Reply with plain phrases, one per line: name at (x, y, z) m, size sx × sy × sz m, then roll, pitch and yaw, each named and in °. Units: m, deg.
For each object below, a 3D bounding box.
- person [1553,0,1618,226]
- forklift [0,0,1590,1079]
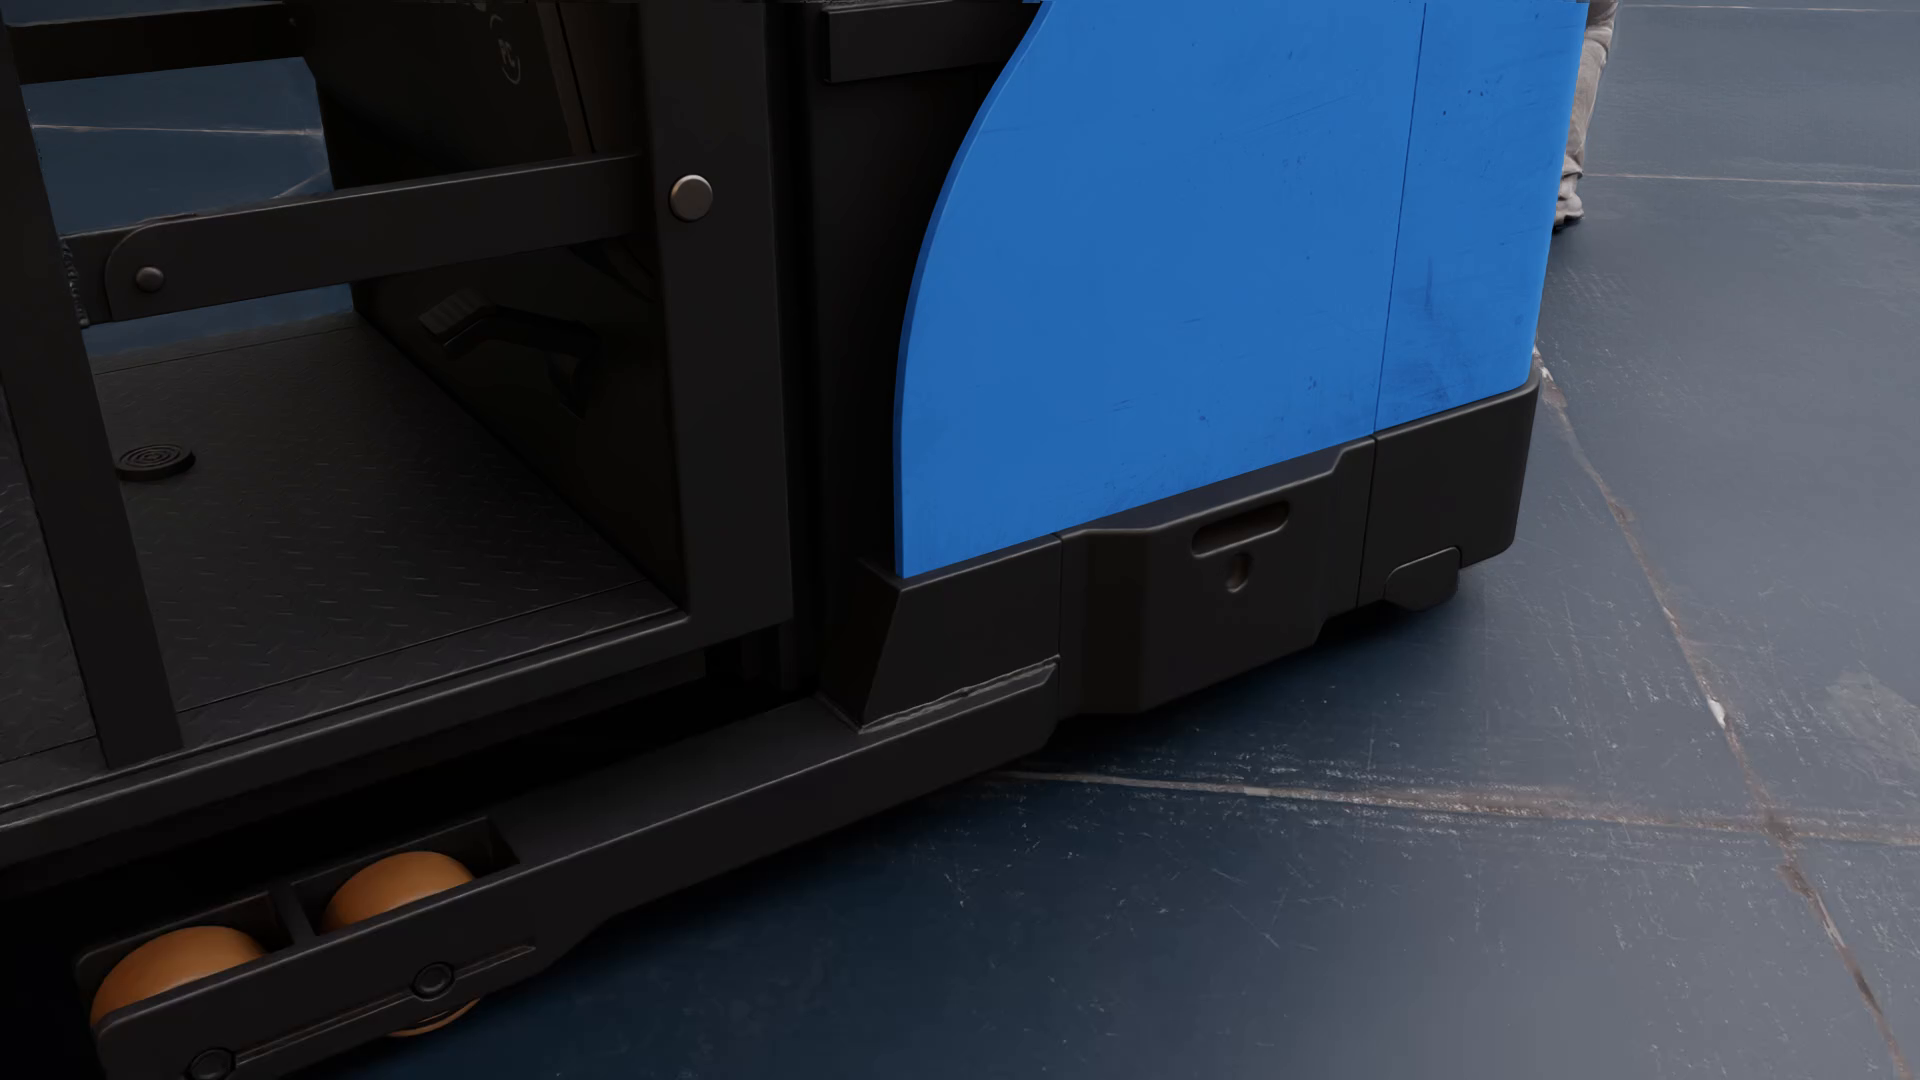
person at (1.292, -1.550, 3.734) m, size 0.753 × 1.686 × 0.650 m, roll 3°, pitch 27°, yaw 6°
forklift at (-0.721, -1.067, 1.356) m, size 3.031 × 2.935 × 1.130 m, roll -17°, pitch 31°, yaw -30°
